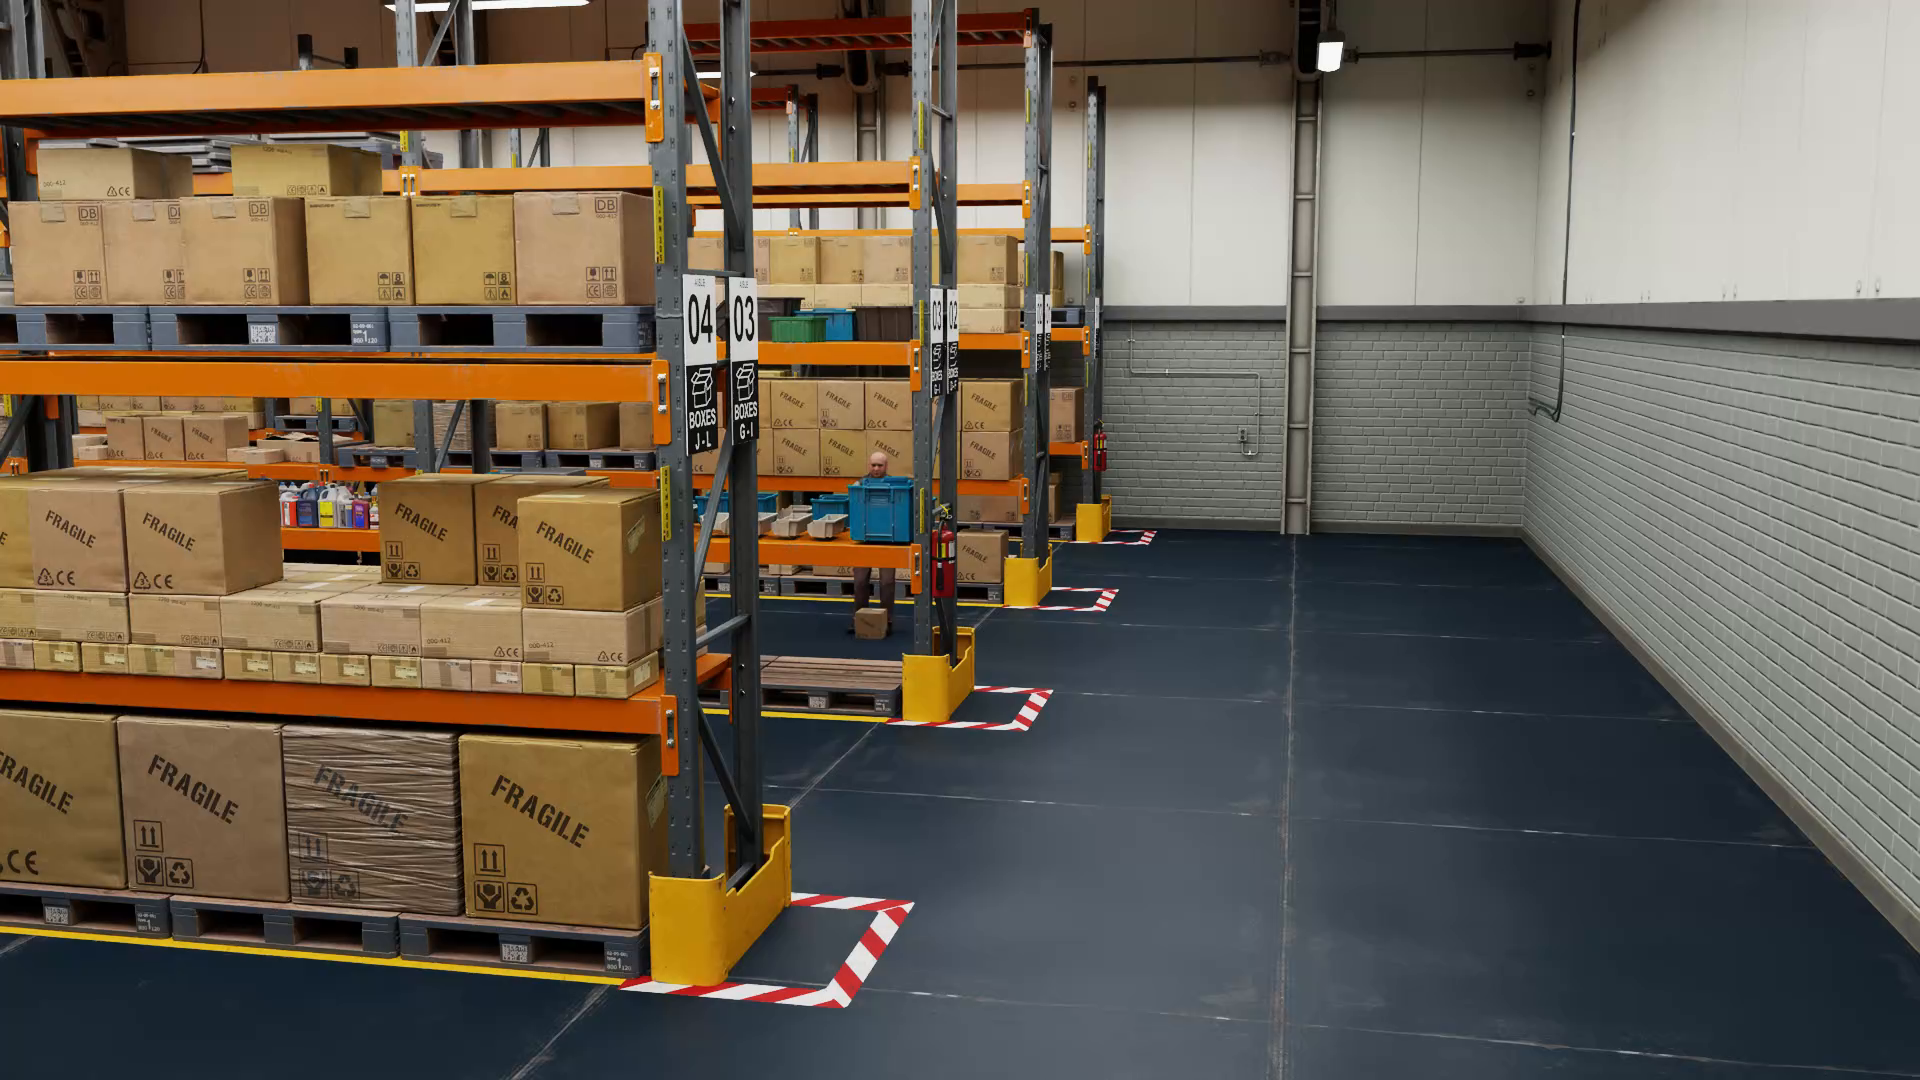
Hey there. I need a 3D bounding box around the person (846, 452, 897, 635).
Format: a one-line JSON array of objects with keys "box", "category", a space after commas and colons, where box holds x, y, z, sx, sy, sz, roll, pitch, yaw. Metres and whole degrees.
[{"box": [-0.783, 0.022, 15.746, 0.585, 1.719, 0.475, 1, 8, 8], "category": "person"}]
